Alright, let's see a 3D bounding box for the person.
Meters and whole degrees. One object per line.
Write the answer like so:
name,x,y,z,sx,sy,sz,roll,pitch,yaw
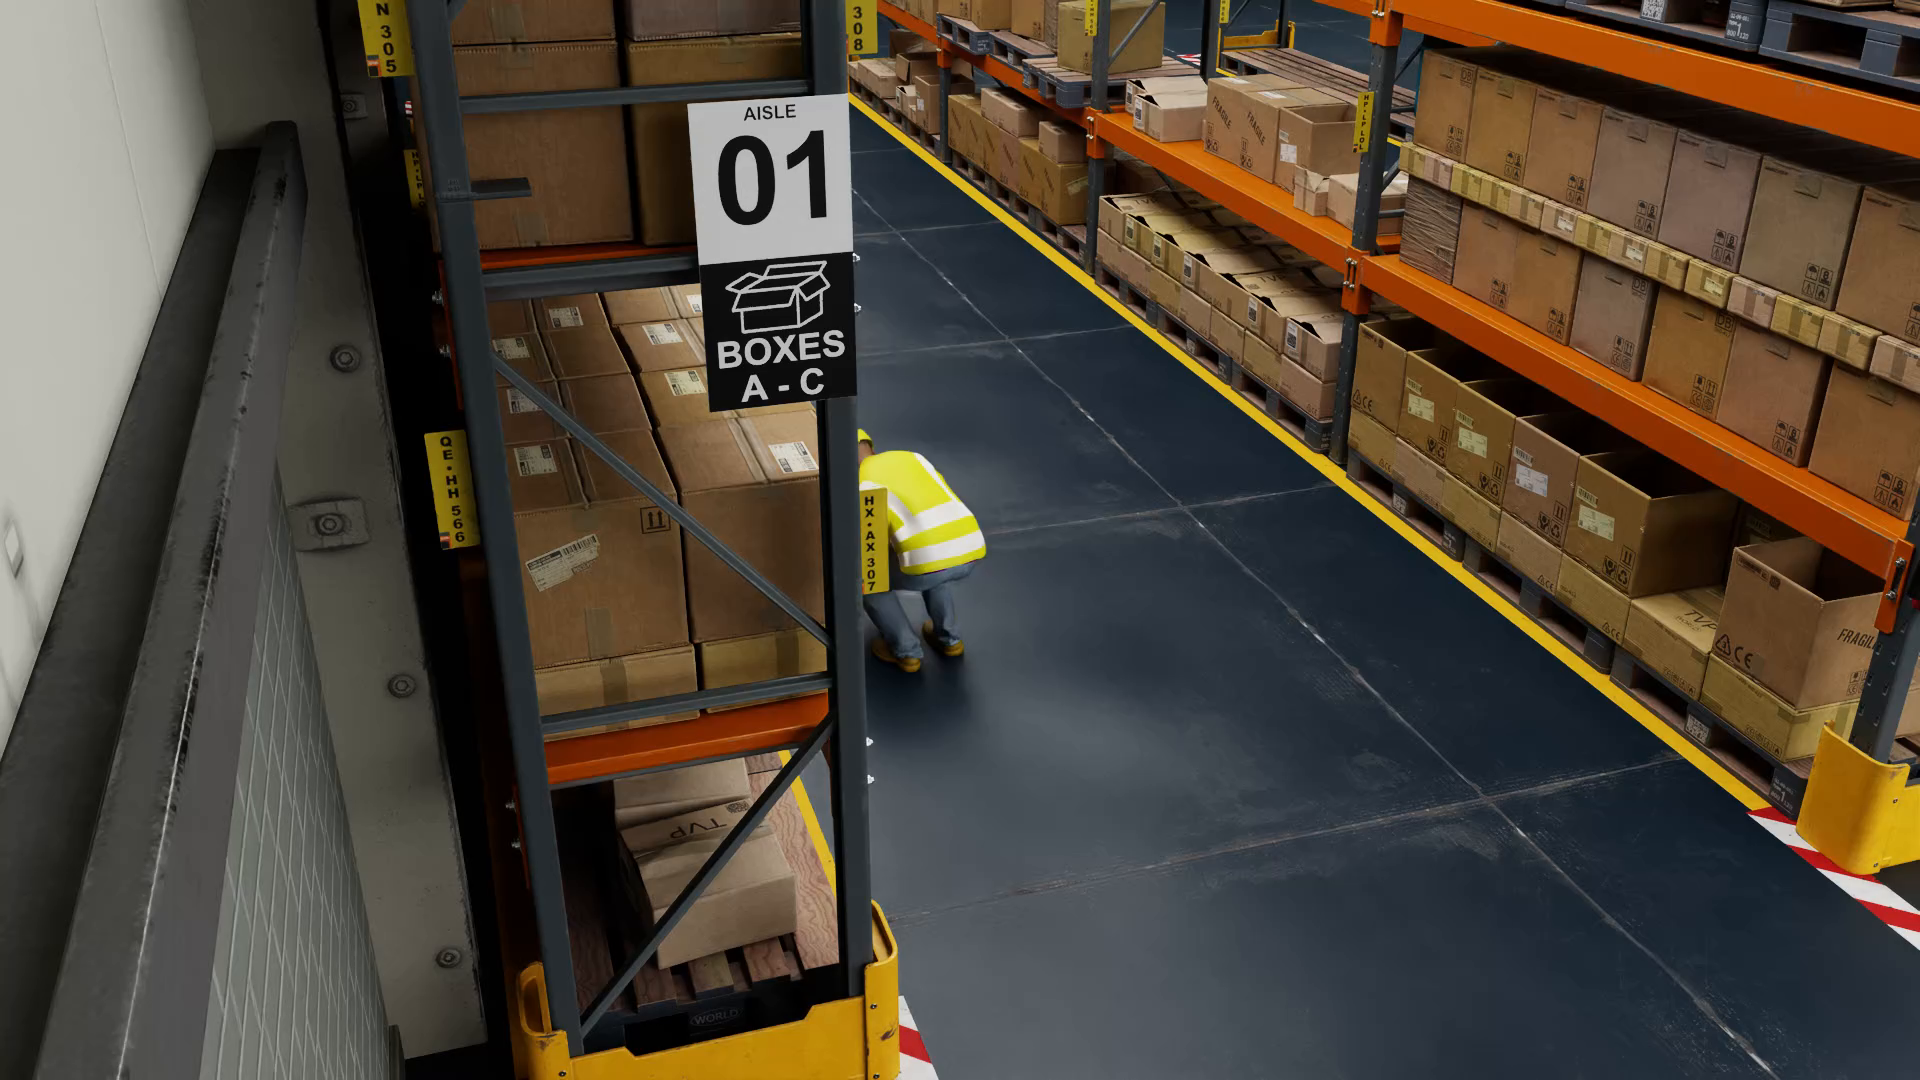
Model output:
person,-0.296,0.042,7.864,0.532,1.011,0.927,-18,32,-32
